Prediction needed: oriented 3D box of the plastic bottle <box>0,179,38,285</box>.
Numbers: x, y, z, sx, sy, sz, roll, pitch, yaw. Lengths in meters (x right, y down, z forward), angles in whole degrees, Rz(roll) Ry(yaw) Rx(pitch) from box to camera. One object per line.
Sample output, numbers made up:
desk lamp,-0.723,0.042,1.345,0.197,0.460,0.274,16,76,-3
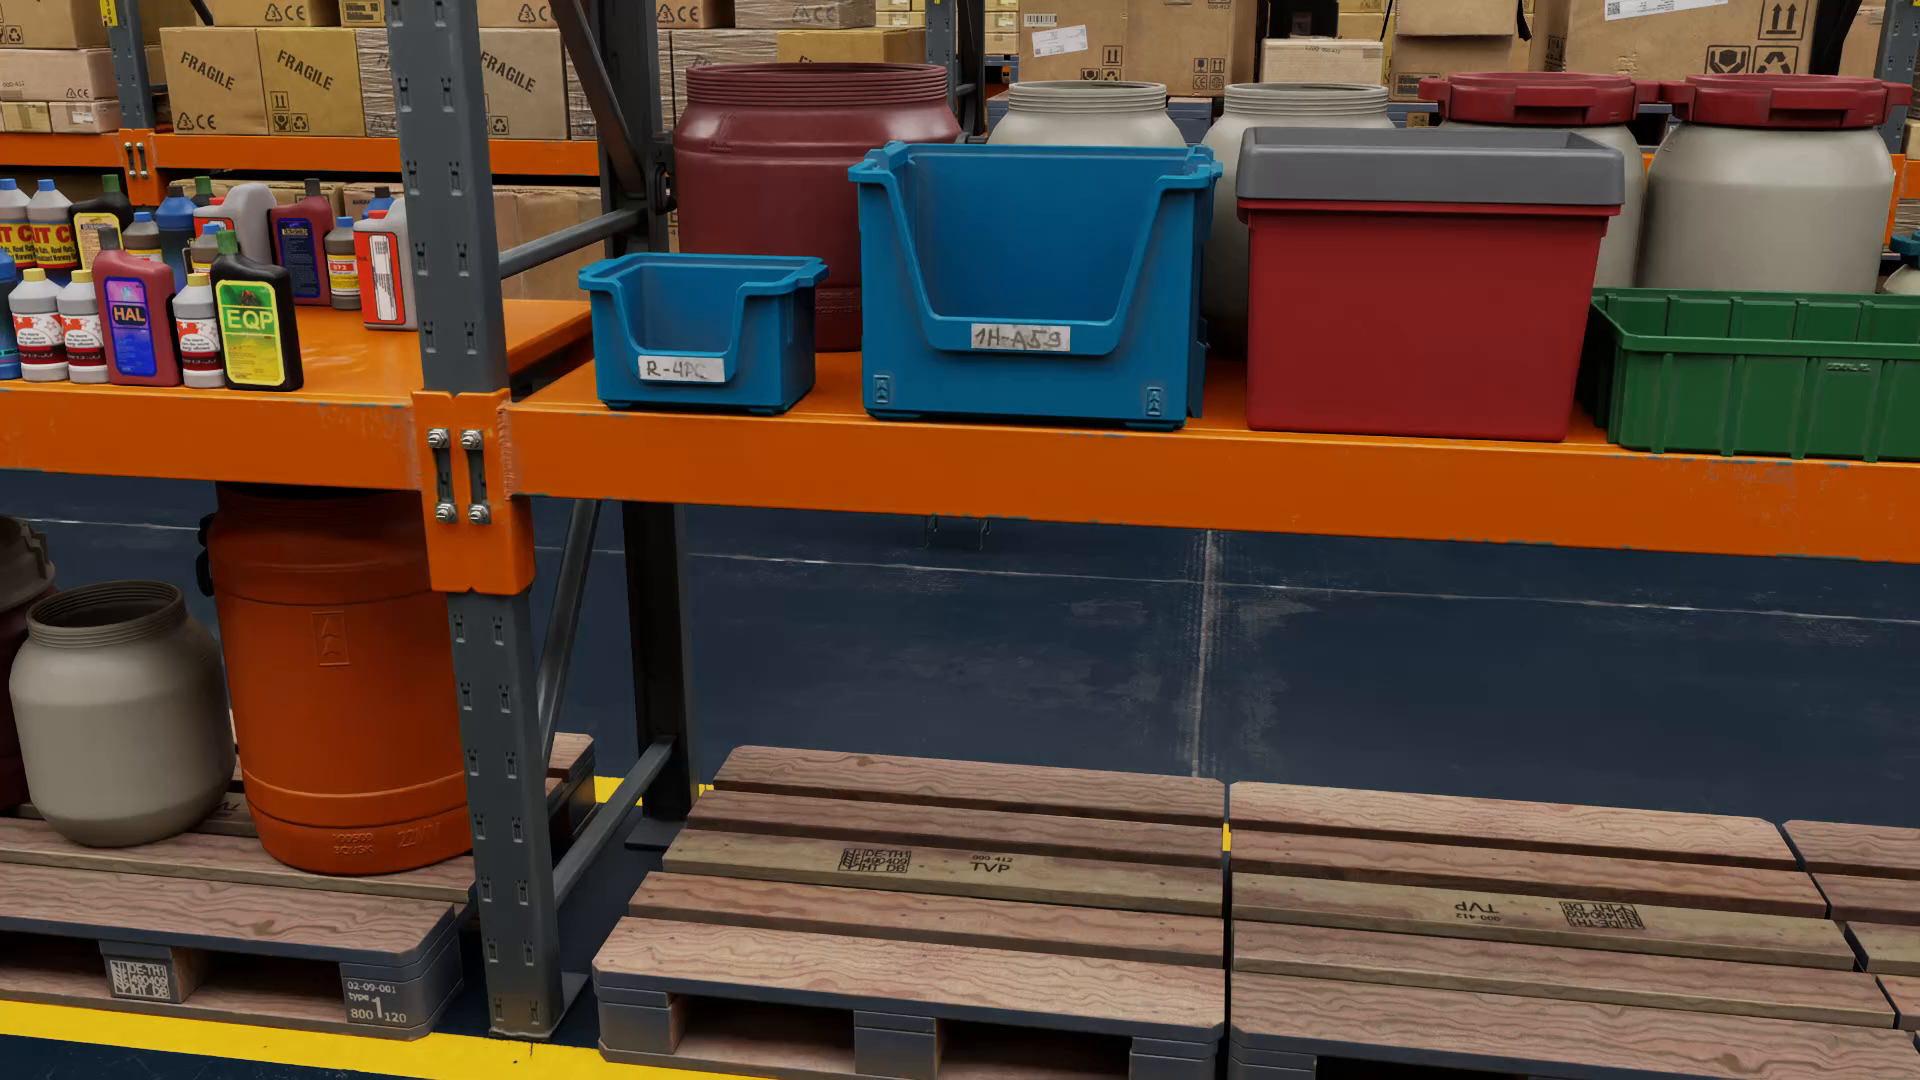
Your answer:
plastic bottle,-2.199,-0.703,3.881,0.097,0.271,0.097,0,18,0

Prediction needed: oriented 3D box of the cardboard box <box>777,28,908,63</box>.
cardboard box,-0.541,-2.127,7.775,0.500,0.500,0.500,4,19,10

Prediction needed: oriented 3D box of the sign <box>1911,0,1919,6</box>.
sign,3.850,-2.306,6.643,0.005,0.325,0.100,3,19,9

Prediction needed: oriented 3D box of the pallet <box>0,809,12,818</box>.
pallet,-2.787,0.653,4.018,1.213,0.211,1.003,3,19,9

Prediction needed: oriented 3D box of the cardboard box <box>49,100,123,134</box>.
cardboard box,-4.317,-2.127,8.329,0.250,0.149,0.380,3,19,9

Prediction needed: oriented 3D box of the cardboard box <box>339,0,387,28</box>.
cardboard box,-2.657,-2.789,8.172,0.637,0.503,0.797,3,19,9

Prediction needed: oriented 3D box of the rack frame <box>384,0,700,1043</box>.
rack frame,-0.801,-0.580,3.311,0.127,3.000,1.000,3,19,9

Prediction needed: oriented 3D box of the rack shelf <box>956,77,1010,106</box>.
rack shelf,-1.103,-3.441,12.992,4.000,0.370,1.077,3,19,9

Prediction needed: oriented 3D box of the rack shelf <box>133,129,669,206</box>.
rack shelf,-1.990,-1.892,8.363,4.000,0.370,1.077,3,19,9

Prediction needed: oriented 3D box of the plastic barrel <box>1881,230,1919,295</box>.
plastic barrel,1.866,-0.428,3.074,0.301,0.262,0.301,0,18,0

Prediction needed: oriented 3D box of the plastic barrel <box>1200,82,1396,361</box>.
plastic barrel,0.665,-0.627,3.275,0.421,0.512,0.421,0,18,0

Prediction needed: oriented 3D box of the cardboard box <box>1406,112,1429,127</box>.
cardboard box,5.773,-5.687,21.652,0.625,0.625,0.875,4,19,11

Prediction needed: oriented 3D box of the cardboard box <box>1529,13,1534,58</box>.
cardboard box,4.263,-3.470,11.788,0.500,0.500,0.500,3,19,8

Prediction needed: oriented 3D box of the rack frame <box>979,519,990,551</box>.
rack frame,0.092,-0.422,6.146,0.006,0.900,0.240,3,19,9

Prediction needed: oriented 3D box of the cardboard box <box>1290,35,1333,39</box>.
cardboard box,1.674,-2.268,7.905,0.258,0.266,0.396,2,19,7

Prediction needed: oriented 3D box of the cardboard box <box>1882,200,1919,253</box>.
cardboard box,6.321,-2.573,11.954,0.875,0.875,0.875,3,19,9

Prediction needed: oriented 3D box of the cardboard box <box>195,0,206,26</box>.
cardboard box,-6.095,-4.144,13.335,0.500,0.500,0.500,3,19,9

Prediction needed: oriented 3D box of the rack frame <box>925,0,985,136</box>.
rack frame,-0.015,-2.132,7.948,0.127,3.000,1.000,3,19,9

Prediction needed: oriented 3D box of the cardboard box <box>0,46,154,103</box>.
cardboard box,-4.442,-2.343,8.347,0.500,0.250,0.500,3,19,8

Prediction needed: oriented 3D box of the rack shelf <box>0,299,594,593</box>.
rack shelf,-2.775,-0.340,3.726,4.000,0.370,1.077,3,19,9

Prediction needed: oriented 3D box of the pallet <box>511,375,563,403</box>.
pallet,-1.982,-0.935,8.766,1.213,0.211,1.003,3,19,9

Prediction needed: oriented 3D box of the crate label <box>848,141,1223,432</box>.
crate label,0.138,-0.463,2.902,0.616,0.435,0.502,3,19,9

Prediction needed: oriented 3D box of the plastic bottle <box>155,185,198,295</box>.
plastic bottle,-1.753,-0.661,3.755,0.097,0.271,0.097,0,18,0

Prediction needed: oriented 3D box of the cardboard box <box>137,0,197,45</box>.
cardboard box,-4.397,-2.863,8.719,0.500,0.500,0.500,3,19,9

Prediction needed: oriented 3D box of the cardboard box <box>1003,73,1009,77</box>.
cardboard box,0.888,-4.489,17.679,0.875,0.875,0.875,3,19,8

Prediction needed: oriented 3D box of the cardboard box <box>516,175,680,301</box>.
cardboard box,-1.572,-1.412,8.483,0.875,0.875,1.225,3,19,9

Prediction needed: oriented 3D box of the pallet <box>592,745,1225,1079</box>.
pallet,-0.042,0.793,3.600,1.213,0.211,1.003,3,19,9

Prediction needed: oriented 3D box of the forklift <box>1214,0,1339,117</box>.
forklift,1.510,-2.788,10.018,3.031,2.935,1.130,3,19,9

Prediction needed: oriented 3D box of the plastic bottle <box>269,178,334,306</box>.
plastic bottle,-1.494,-0.679,3.789,0.133,0.283,0.061,3,19,9

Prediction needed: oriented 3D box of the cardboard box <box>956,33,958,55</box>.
cardboard box,0.067,-3.655,12.233,0.250,0.149,0.380,3,19,9

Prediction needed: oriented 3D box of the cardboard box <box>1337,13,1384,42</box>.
cardboard box,2.764,-3.545,12.014,0.500,0.500,0.500,3,19,8

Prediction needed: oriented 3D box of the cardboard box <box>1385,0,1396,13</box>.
cardboard box,3.323,-4.075,12.022,0.500,0.500,0.700,3,19,9

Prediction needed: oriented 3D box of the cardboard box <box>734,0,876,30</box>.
cardboard box,-0.734,-2.697,7.898,0.637,0.503,0.797,4,19,11

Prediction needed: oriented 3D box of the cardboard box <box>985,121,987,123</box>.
cardboard box,0.229,-3.161,13.119,0.500,0.250,0.500,2,19,6

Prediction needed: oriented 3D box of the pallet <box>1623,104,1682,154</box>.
pallet,3.203,-1.924,7.628,1.213,0.211,1.003,3,19,9

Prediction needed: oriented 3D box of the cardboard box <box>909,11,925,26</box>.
cardboard box,-0.212,-3.810,12.227,0.250,0.149,0.380,3,19,10

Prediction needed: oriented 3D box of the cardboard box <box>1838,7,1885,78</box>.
cardboard box,6.248,-3.451,11.654,0.550,0.550,0.875,3,19,9

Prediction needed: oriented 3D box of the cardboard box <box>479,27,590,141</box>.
cardboard box,-2.048,-2.205,8.008,0.500,0.500,0.500,3,19,10

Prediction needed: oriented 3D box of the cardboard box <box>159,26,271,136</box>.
cardboard box,-3.550,-2.279,8.231,0.500,0.500,0.500,3,19,9

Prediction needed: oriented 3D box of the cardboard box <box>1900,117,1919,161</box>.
cardboard box,4.099,-1.707,7.072,0.250,0.149,0.380,3,19,9

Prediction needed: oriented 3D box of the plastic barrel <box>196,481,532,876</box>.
plastic barrel,-1.286,0.230,3.646,0.708,0.830,0.600,3,19,9

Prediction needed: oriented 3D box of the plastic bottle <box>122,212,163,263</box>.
plastic bottle,-1.875,-0.654,3.843,0.097,0.201,0.097,0,18,0

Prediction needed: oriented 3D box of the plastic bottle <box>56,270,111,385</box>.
plastic bottle,-1.606,-0.396,3.073,0.097,0.201,0.097,0,18,0

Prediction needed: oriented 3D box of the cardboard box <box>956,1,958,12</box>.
cardboard box,0.067,-3.938,12.140,0.250,0.149,0.380,3,19,8

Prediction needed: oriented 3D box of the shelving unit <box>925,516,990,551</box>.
shelving unit,-0.008,-0.427,6.162,0.210,0.900,0.258,3,19,9

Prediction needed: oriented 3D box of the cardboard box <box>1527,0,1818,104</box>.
cardboard box,3.172,-2.498,7.435,1.000,1.000,1.000,3,19,9

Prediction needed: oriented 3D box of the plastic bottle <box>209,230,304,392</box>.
plastic bottle,-1.268,-0.412,2.991,0.133,0.283,0.061,3,19,9
